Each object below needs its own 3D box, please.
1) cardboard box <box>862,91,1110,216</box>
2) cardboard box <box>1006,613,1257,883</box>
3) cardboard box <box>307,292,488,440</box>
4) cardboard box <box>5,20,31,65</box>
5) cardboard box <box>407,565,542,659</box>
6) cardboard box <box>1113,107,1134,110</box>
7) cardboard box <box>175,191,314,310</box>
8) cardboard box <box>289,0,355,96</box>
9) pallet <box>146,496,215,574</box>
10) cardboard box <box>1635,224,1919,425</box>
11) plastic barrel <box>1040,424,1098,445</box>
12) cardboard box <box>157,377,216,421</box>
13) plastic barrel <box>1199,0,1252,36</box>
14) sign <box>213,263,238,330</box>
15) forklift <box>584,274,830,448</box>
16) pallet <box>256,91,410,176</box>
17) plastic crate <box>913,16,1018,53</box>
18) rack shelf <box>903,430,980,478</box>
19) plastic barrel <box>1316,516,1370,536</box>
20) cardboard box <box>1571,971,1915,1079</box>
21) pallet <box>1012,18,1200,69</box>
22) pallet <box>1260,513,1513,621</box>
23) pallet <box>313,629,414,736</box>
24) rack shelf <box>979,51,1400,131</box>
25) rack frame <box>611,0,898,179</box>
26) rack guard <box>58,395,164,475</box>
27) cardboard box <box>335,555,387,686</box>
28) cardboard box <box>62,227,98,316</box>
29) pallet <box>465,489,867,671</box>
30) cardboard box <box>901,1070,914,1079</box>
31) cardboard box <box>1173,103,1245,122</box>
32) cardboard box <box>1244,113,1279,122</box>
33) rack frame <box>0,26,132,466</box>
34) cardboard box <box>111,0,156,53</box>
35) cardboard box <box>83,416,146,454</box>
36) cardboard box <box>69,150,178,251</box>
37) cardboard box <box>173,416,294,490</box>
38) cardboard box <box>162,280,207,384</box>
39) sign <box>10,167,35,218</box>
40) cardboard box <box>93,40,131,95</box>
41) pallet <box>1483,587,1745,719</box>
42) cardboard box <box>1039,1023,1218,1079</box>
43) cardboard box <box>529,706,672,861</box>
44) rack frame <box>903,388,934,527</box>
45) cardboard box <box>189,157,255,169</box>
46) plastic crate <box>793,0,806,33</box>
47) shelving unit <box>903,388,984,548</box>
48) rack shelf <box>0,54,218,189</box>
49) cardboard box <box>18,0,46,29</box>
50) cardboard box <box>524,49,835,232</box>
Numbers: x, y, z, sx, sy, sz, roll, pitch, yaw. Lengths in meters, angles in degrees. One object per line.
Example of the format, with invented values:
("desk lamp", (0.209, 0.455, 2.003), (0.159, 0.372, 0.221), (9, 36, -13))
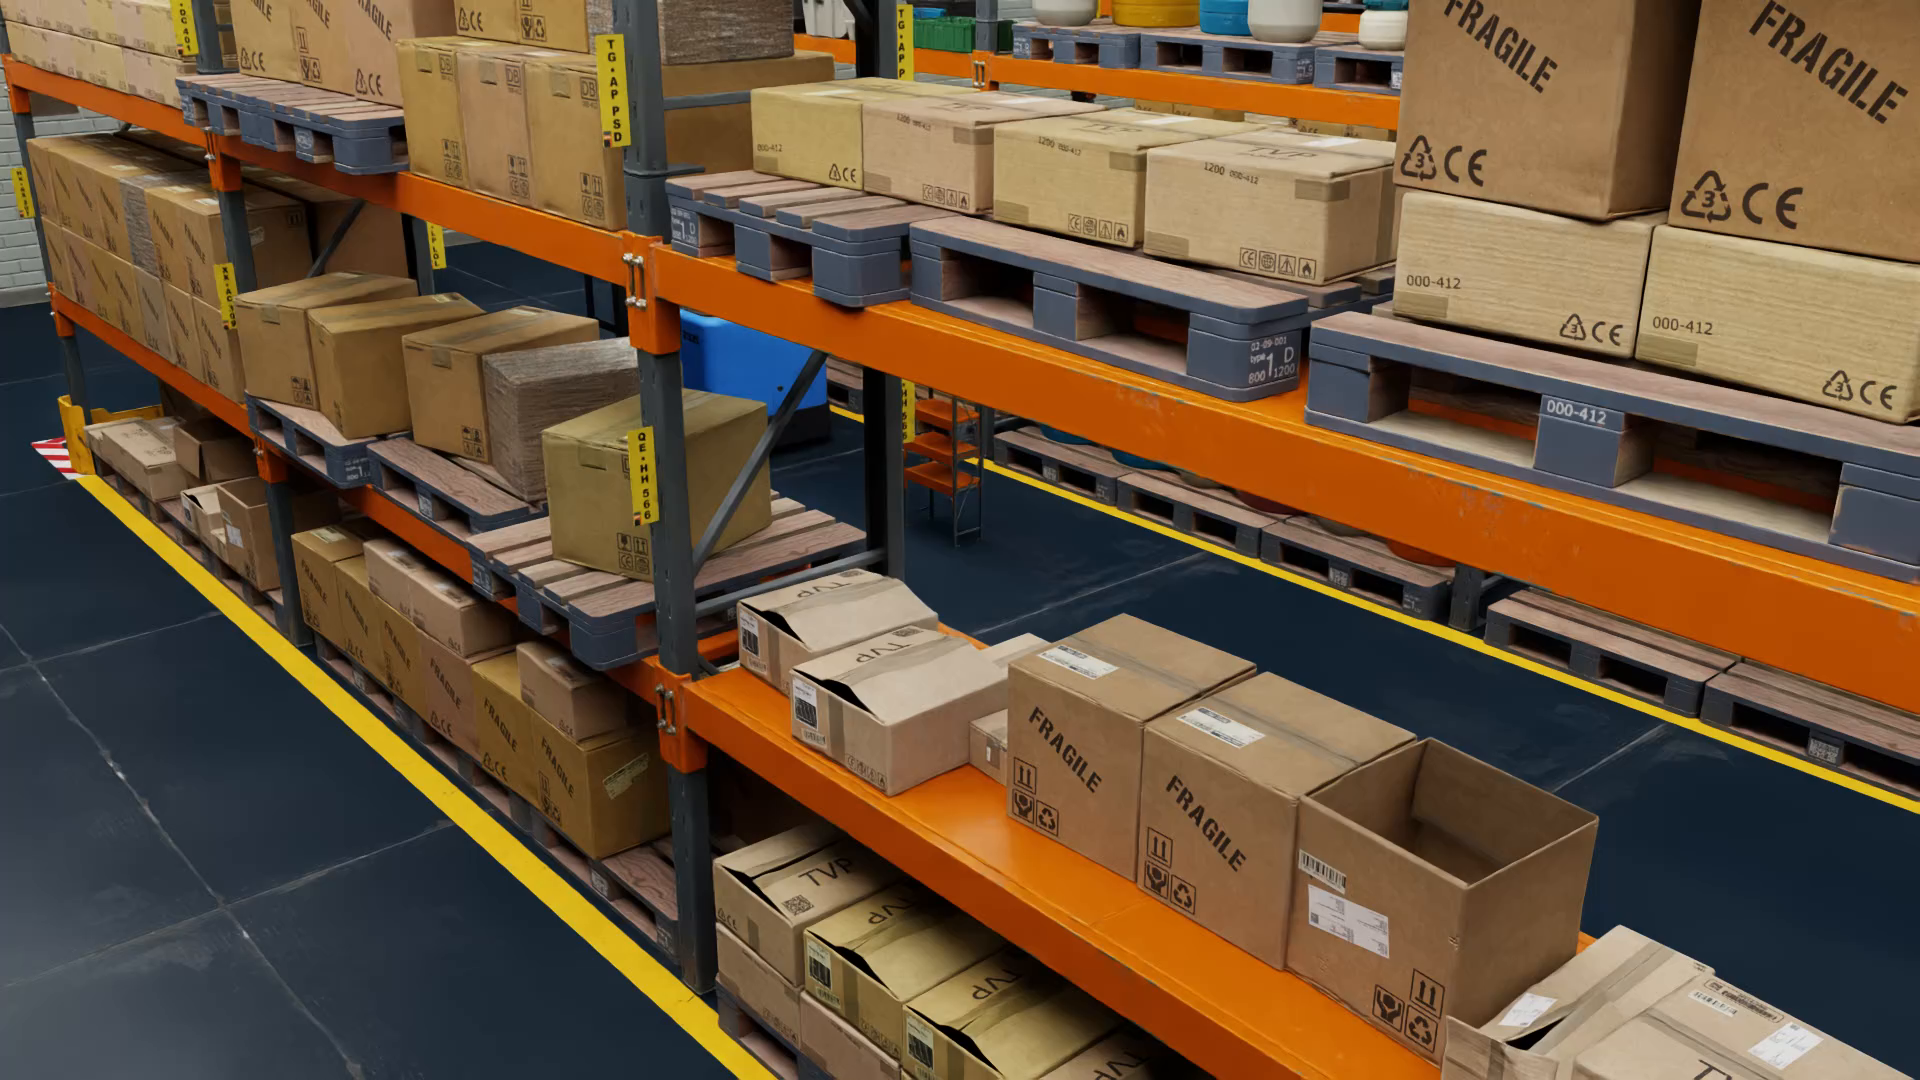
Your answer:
("cardboard box", (0.071, -1.106, 4.713), (0.500, 0.250, 0.500), (-17, 27, -36))
("cardboard box", (0.484, 0.577, 4.762), (0.500, 0.500, 0.500), (-19, 29, -40))
("cardboard box", (-2.598, -0.825, 7.764), (0.700, 0.500, 0.500), (-13, 25, -29))
("cardboard box", (-5.703, -3.171, 10.560), (0.500, 0.250, 0.500), (-17, 27, -37))
("cardboard box", (-2.123, 0.275, 7.466), (0.500, 0.250, 0.500), (-18, 28, -38))
("cardboard box", (1.770, -4.276, 17.086), (0.500, 0.250, 0.500), (-18, 28, -39))
("cardboard box", (-3.761, -1.532, 8.774), (0.500, 0.500, 0.500), (-17, 27, -37))
("cardboard box", (-2.508, -2.291, 7.258), (0.600, 0.600, 0.600), (-18, 28, -38))
("pallet", (-4.483, -0.170, 10.630), (1.003, 0.211, 1.213), (-17, 27, -37))
("cardboard box", (1.592, -0.426, 2.976), (0.500, 0.250, 0.500), (-14, 25, -32))
("plastic barrel", (0.862, -1.184, 11.695), (0.600, 0.901, 0.708), (-17, 27, -37))
("cardboard box", (-5.304, -0.996, 11.739), (0.500, 0.500, 0.500), (-17, 27, -37))
("plastic barrel", (1.750, -3.510, 9.957), (0.600, 0.901, 0.708), (-17, 27, -37))
("sign", (-3.641, -1.214, 8.282), (0.100, 0.325, 0.005), (-17, 27, -37))
("forklift", (-2.274, -2.397, 12.585), (1.130, 2.935, 3.031), (-16, 27, -36))
("pallet", (-2.183, -1.768, 7.030), (1.213, 0.211, 1.003), (-17, 27, -37))
("plastic crate", (0.015, -3.463, 11.390), (0.450, 0.188, 0.662), (-17, 27, -37))
("rack shelf", (-0.108, -0.542, 10.407), (0.258, 0.148, 0.480), (-17, 27, -37))
("plastic barrel", (2.363, -0.318, 10.018), (0.421, 0.512, 0.421), (0, 21, 0))
("cardboard box", (1.633, 1.213, 3.480), (0.500, 0.250, 0.500), (-15, 26, -34))
("pallet", (1.106, -3.235, 10.777), (1.213, 0.211, 1.003), (-17, 27, -37))
("pallet", (2.585, 0.076, 10.001), (1.003, 0.211, 1.213), (-17, 27, -37))
("pallet", (-2.675, 0.572, 8.733), (1.003, 0.211, 1.213), (-17, 27, -37))
("rack shelf", (1.826, -2.629, 9.957), (1.077, 0.370, 4.000), (-17, 27, -37))
("rack frame", (-0.624, -2.630, 4.860), (1.000, 3.000, 0.127), (-17, 27, -37))
("rack guard", (-5.796, -0.862, 11.999), (1.175, 0.500, 0.348), (-17, 27, -37))
("cardboard box", (-2.747, 0.354, 8.292), (0.500, 0.500, 0.500), (-17, 27, -37))
("cardboard box", (-5.415, -1.767, 10.745), (0.500, 0.500, 0.500), (-18, 28, -38))
("pallet", (-1.119, 0.082, 6.424), (1.213, 0.211, 1.003), (-17, 27, -37))
("cardboard box", (0.168, 1.744, 5.114), (0.500, 0.250, 0.500), (-18, 28, -39))
("cardboard box", (2.439, -4.345, 16.234), (0.500, 0.500, 0.500), (-18, 28, -39))
("cardboard box", (2.842, -4.121, 16.691), (0.500, 0.250, 0.500), (-19, 28, -39))
("rack frame", (-5.846, -2.047, 11.597), (1.000, 3.000, 0.127), (-17, 27, -37))
("cardboard box", (-4.082, -2.710, 8.697), (0.500, 0.250, 0.500), (-17, 27, -37))
("cardboard box", (-5.833, -0.727, 11.532), (0.380, 0.149, 0.250), (-17, 27, -37))
("cardboard box", (-5.086, -2.092, 10.203), (0.500, 0.500, 0.500), (-17, 27, -37))
("cardboard box", (-4.465, -0.502, 10.473), (0.797, 0.503, 0.637), (-17, 27, -37))
("cardboard box", (-4.093, -1.207, 9.317), (0.500, 0.500, 0.500), (-17, 27, -36))
("sign", (-6.257, -2.321, 11.109), (0.100, 0.325, 0.005), (-17, 27, -37))
("cardboard box", (-4.405, -2.616, 9.144), (0.500, 0.250, 0.500), (-17, 27, -37))
("pallet", (3.607, 0.507, 8.900), (1.003, 0.211, 1.213), (-17, 27, -37))
("cardboard box", (0.512, 1.628, 4.640), (0.500, 0.311, 0.500), (-18, 28, -38))
("cardboard box", (-1.412, 0.920, 6.846), (0.500, 0.500, 0.500), (-16, 27, -35))
("rack frame", (-0.267, -0.672, 10.554), (0.240, 1.200, 0.015), (-17, 27, -37))
("cardboard box", (-4.339, -2.078, 10.168), (0.500, 0.500, 0.500), (-16, 27, -36))
("plastic crate", (-1.302, -4.105, 12.824), (0.504, 0.338, 0.767), (-17, 27, -37))
("shelving unit", (-0.108, -0.604, 10.382), (0.258, 1.200, 0.503), (-17, 27, -37))
("rack shelf", (-4.540, -2.556, 9.770), (1.077, 0.370, 4.000), (-17, 27, -37))
("cardboard box", (-5.387, -3.263, 10.108), (0.500, 0.250, 0.500), (-17, 27, -37))
("cardboard box", (-0.934, -1.392, 5.676), (0.910, 0.500, 0.500), (-17, 27, -37))
